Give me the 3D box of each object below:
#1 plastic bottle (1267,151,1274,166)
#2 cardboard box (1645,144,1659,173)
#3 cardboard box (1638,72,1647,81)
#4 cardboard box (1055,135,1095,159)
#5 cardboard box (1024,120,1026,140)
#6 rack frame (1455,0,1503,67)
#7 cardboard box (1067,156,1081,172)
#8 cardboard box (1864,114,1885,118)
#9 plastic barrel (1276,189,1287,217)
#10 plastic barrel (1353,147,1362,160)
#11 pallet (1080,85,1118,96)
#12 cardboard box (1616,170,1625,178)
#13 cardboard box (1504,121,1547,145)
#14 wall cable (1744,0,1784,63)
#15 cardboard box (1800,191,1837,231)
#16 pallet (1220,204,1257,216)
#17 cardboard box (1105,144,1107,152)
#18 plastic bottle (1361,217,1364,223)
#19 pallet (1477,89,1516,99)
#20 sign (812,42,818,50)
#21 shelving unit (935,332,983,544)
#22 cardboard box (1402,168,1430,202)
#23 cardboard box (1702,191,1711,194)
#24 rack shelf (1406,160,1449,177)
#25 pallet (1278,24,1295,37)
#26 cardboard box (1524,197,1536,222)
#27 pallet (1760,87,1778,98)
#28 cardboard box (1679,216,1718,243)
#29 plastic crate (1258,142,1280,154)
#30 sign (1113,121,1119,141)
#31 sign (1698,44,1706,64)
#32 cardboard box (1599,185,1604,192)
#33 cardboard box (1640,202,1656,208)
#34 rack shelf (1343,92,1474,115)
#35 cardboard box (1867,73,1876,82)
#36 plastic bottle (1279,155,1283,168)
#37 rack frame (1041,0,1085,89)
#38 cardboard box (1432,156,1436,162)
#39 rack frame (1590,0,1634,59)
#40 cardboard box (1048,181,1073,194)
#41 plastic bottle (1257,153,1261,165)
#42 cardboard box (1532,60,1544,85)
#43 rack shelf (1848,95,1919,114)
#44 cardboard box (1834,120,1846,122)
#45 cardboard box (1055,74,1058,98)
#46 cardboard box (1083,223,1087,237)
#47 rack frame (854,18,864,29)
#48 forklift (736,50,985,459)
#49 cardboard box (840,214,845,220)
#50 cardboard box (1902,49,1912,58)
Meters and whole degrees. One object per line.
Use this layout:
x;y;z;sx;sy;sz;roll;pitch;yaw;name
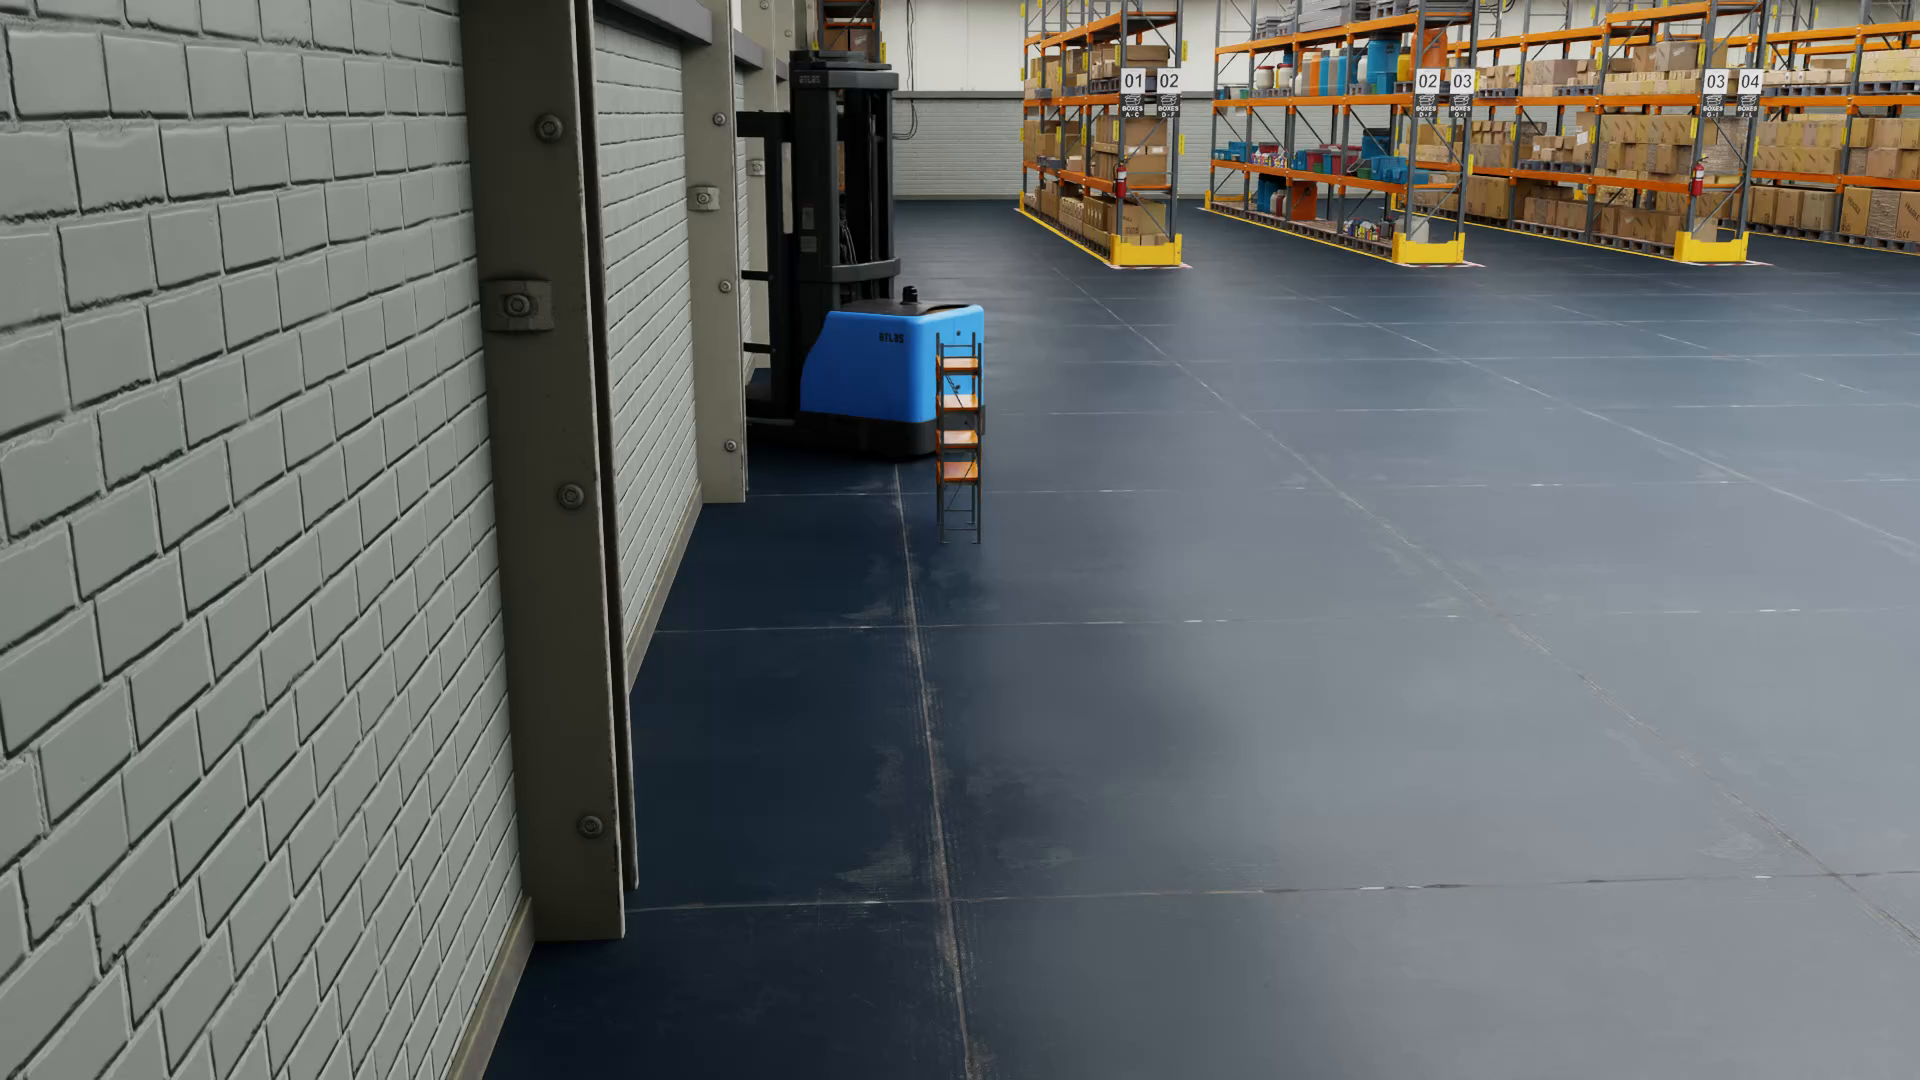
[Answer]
7.084;-8.680;37.841;0.144;0.351;0.185;-1;14;-3;plastic bottle
12.887;-6.870;29.911;0.875;0.500;0.500;-1;14;-3;cardboard box
12.615;-8.452;30.336;0.380;0.149;0.250;-1;14;-5;cardboard box
2.498;-8.537;36.144;0.700;0.500;0.500;-6;16;-22;cardboard box
1.918;-10.539;42.758;0.500;0.500;0.500;0;14;-2;cardboard box
12.289;-12.183;39.317;1.000;3.000;0.127;-1;14;-3;rack frame
2.511;-7.862;34.742;0.500;0.311;0.500;-1;14;-4;cardboard box
22.419;-10.360;40.762;0.380;0.149;0.250;-1;14;-4;cardboard box
7.476;-7.644;37.713;0.600;0.588;0.708;-1;14;-3;plastic barrel
8.001;-7.519;32.956;0.433;0.535;0.433;0;14;0;plastic barrel
2.829;-8.715;32.243;0.805;0.209;1.217;-1;15;-6;pallet
12.543;-6.859;31.170;0.380;0.149;0.250;-1;14;-3;cardboard box
12.508;-8.999;36.768;0.797;0.503;0.637;0;14;-2;cardboard box
24.832;-14.804;49.428;2.988;3.039;0.133;-1;14;-3;wall cable
17.613;-6.606;33.354;1.050;0.750;0.750;-1;14;-4;cardboard box
7.183;-8.337;42.005;1.003;0.211;1.213;-1;14;-3;pallet
2.820;-7.043;29.879;0.380;0.149;0.250;-1;14;-4;cardboard box
7.621;-5.937;31.513;0.144;0.351;0.185;-1;14;-3;plastic bottle
12.372;-10.081;37.548;1.003;0.211;1.213;0;14;-1;pallet
-2.354;-7.942;27.076;0.100;0.325;0.005;-1;14;-3;sign
-0.010;-0.622;10.037;0.258;1.200;0.503;-1;14;-3;shelving unit
12.161;-9.289;43.529;0.875;0.875;0.875;-1;14;-3;cardboard box
17.147;-7.982;37.697;0.500;0.250;0.500;-1;14;-3;cardboard box
12.165;-9.426;42.087;1.077;0.370;4.000;-1;14;-3;rack shelf
7.579;-11.006;35.926;1.213;0.211;1.003;-1;14;-3;pallet
12.598;-7.119;35.808;0.700;0.500;0.500;-2;15;-6;cardboard box
17.586;-9.536;35.429;1.213;0.211;1.003;0;14;-1;pallet
13.010;-5.441;29.329;0.500;0.500;0.500;2;15;7;cardboard box
7.540;-9.487;40.630;0.402;0.464;0.583;-1;14;-3;plastic crate
2.602;-6.812;27.682;0.100;0.325;0.005;-1;14;-3;sign
12.477;-8.171;27.967;0.100;0.325;0.005;-1;14;-3;sign
16.814;-9.107;43.087;0.380;0.149;0.250;-2;15;-6;cardboard box
16.881;-8.244;40.926;0.380;0.149;0.250;-1;14;-3;cardboard box
7.965;-7.818;29.817;1.077;0.370;4.000;-1;14;-3;rack shelf
17.443;-8.762;31.502;0.380;0.149;0.250;-1;14;-3;cardboard box
7.127;-8.373;36.806;0.097;0.271;0.097;0;14;0;plastic bottle
2.401;-12.031;38.726;1.000;3.000;0.127;-1;14;-3;rack frame
11.895;-9.418;41.116;0.380;0.149;0.250;-1;14;-2;cardboard box
16.998;-13.229;43.383;1.000;3.000;0.127;-1;14;-3;rack frame
2.282;-7.994;37.703;0.500;0.250;0.500;-1;14;-4;cardboard box
6.996;-8.897;38.846;0.097;0.271;0.097;0;14;0;plastic bottle
12.337;-9.779;34.789;0.500;0.500;0.500;-1;14;-3;cardboard box
17.865;-7.946;30.314;1.077;0.370;4.000;-1;14;-3;rack shelf
21.875;-10.076;40.962;0.500;0.500;0.500;-1;14;-4;cardboard box
2.557;-9.867;36.134;0.910;0.500;0.500;-1;14;-3;cardboard box
2.623;-5.888;31.565;0.500;0.250;0.500;-1;14;-3;cardboard box
-2.047;-9.964;30.693;1.000;3.000;0.127;-1;14;-3;rack frame
-1.332;-2.266;12.953;3.031;2.935;1.130;9;17;30;forklift
-1.783;-5.565;29.768;0.700;0.500;0.500;-2;15;-7;cardboard box
17.505;-8.896;30.423;0.380;0.149;0.250;-1;14;-4;cardboard box
